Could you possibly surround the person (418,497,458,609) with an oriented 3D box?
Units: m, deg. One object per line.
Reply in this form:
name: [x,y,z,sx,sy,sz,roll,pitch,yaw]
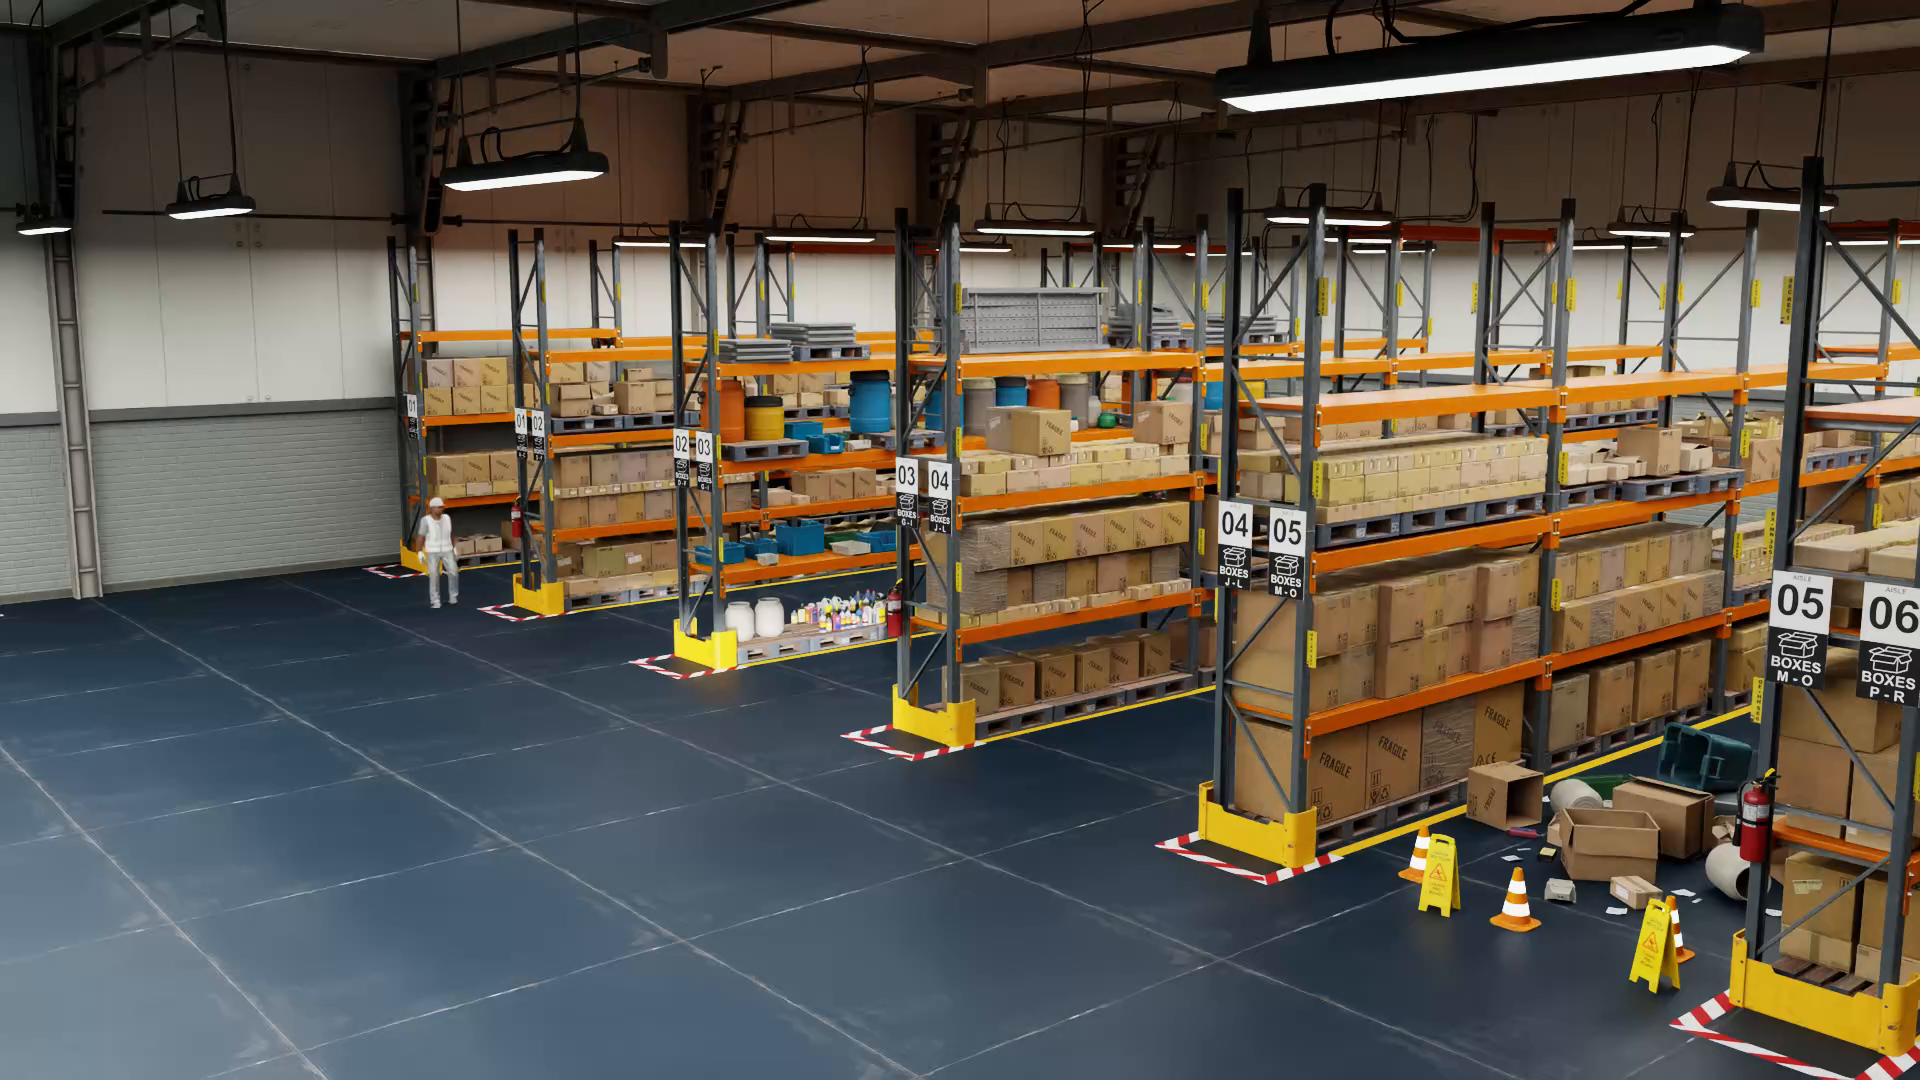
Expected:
person: [-8.398,0.196,26.718,0.649,1.783,0.483,-5,10,-29]
